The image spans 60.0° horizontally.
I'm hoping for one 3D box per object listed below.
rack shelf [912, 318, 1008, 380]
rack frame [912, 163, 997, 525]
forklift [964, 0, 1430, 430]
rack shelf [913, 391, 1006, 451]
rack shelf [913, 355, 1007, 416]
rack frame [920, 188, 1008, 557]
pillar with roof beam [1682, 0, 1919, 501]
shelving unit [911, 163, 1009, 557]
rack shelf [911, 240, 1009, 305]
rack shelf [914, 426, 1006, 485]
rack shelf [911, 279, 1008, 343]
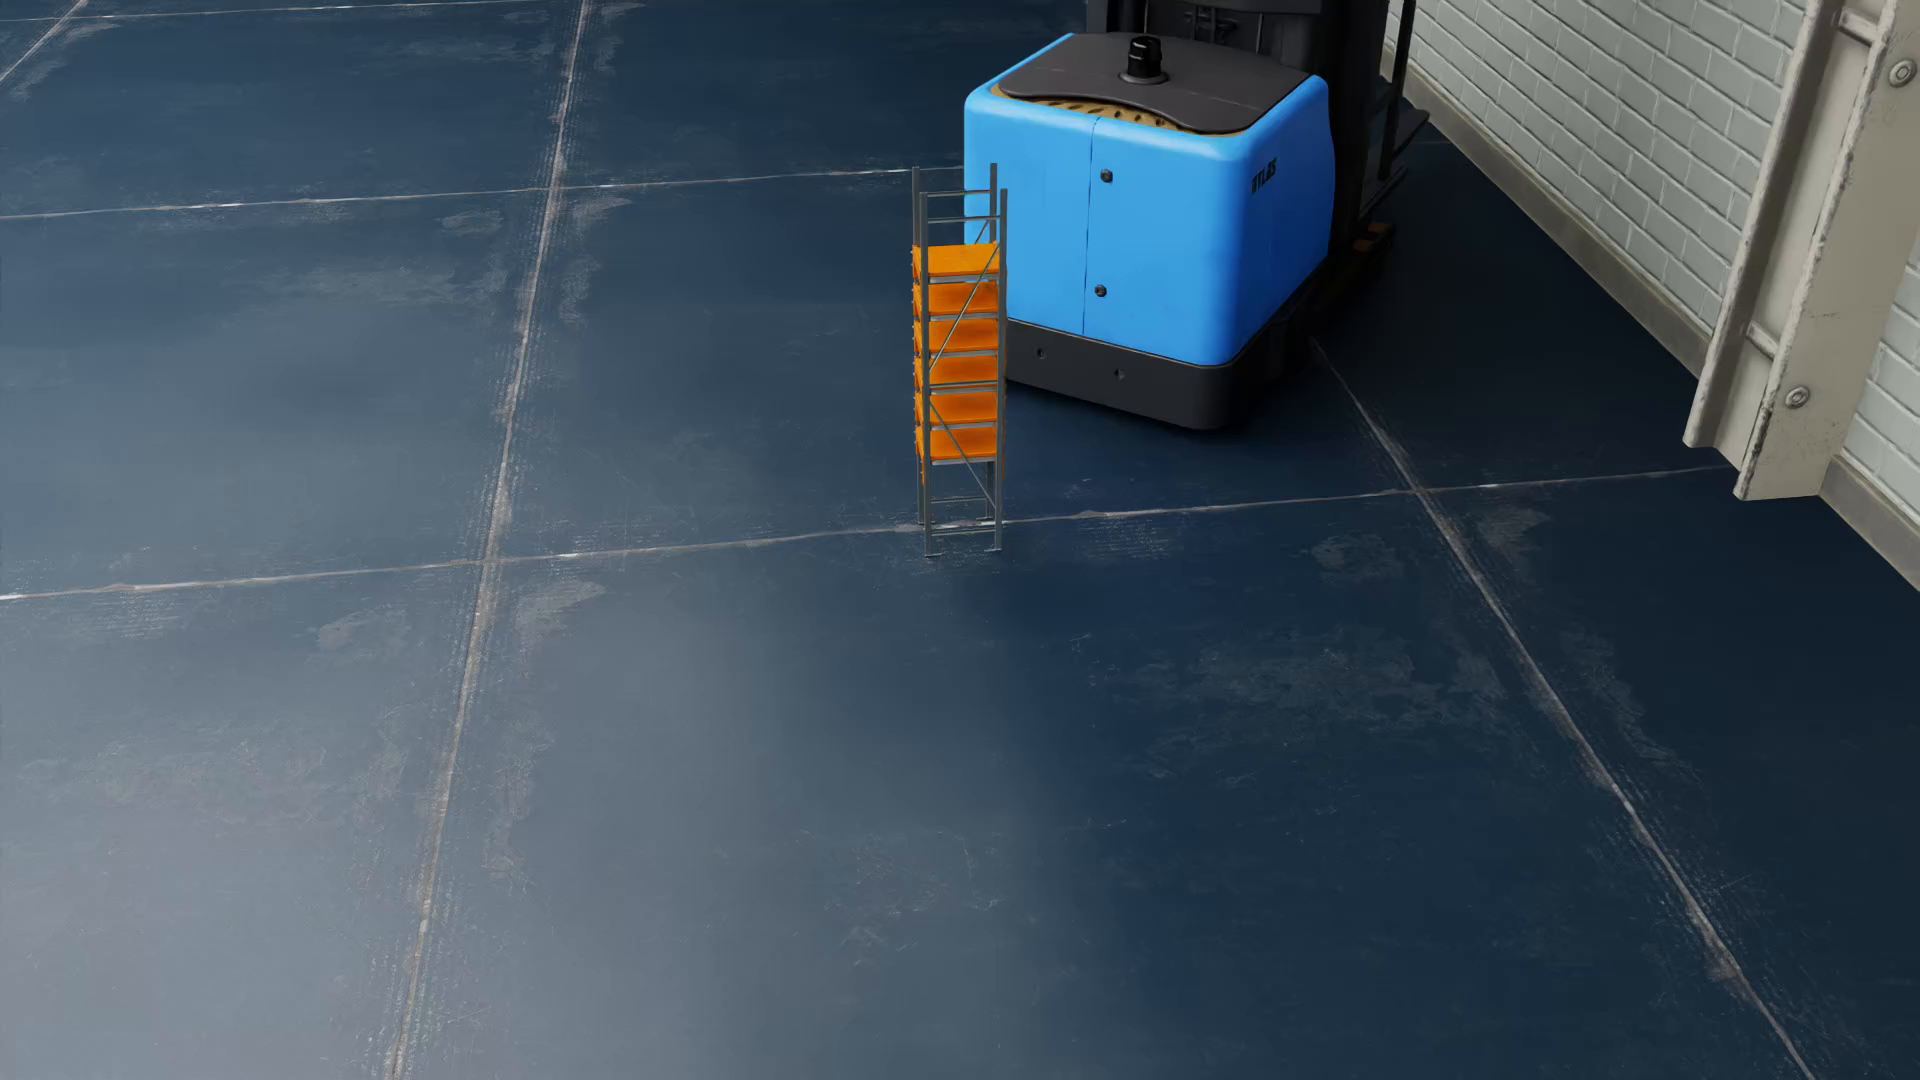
[{"bbox_3d":[-0.002,-0.566,4.881,0.258,0.103,0.180,-4,35,-6],"label":"rack shelf"},{"bbox_3d":[-0.014,-0.555,4.999,0.240,1.200,0.006,-4,35,-6],"label":"rack frame"},{"bbox_3d":[1.164,-2.391,6.156,1.130,2.935,3.031,18,38,24],"label":"forklift"},{"bbox_3d":[-0.002,-0.368,5.017,0.258,0.103,0.180,-4,35,-6],"label":"rack shelf"},{"bbox_3d":[-0.002,-0.467,4.949,0.258,0.103,0.180,-4,35,-6],"label":"rack shelf"},{"bbox_3d":[0.010,-0.453,4.849,0.240,1.200,0.006,-4,35,-6],"label":"rack frame"},{"bbox_3d":[-1.587,-3.643,2.605,9.100,9.000,0.400,-4,35,-6],"label":"pillar with roof beam"},{"bbox_3d":[-0.002,-0.504,4.924,0.258,1.200,0.189,-4,35,-6],"label":"shelving unit"},{"bbox_3d":[-0.002,-0.765,4.746,0.258,0.103,0.180,-4,35,-6],"label":"rack shelf"},{"bbox_3d":[-0.002,-0.269,5.084,0.258,0.103,0.180,-4,35,-6],"label":"rack shelf"},{"bbox_3d":[-0.002,-0.665,4.814,0.258,0.103,0.180,-4,35,-6],"label":"rack shelf"}]
